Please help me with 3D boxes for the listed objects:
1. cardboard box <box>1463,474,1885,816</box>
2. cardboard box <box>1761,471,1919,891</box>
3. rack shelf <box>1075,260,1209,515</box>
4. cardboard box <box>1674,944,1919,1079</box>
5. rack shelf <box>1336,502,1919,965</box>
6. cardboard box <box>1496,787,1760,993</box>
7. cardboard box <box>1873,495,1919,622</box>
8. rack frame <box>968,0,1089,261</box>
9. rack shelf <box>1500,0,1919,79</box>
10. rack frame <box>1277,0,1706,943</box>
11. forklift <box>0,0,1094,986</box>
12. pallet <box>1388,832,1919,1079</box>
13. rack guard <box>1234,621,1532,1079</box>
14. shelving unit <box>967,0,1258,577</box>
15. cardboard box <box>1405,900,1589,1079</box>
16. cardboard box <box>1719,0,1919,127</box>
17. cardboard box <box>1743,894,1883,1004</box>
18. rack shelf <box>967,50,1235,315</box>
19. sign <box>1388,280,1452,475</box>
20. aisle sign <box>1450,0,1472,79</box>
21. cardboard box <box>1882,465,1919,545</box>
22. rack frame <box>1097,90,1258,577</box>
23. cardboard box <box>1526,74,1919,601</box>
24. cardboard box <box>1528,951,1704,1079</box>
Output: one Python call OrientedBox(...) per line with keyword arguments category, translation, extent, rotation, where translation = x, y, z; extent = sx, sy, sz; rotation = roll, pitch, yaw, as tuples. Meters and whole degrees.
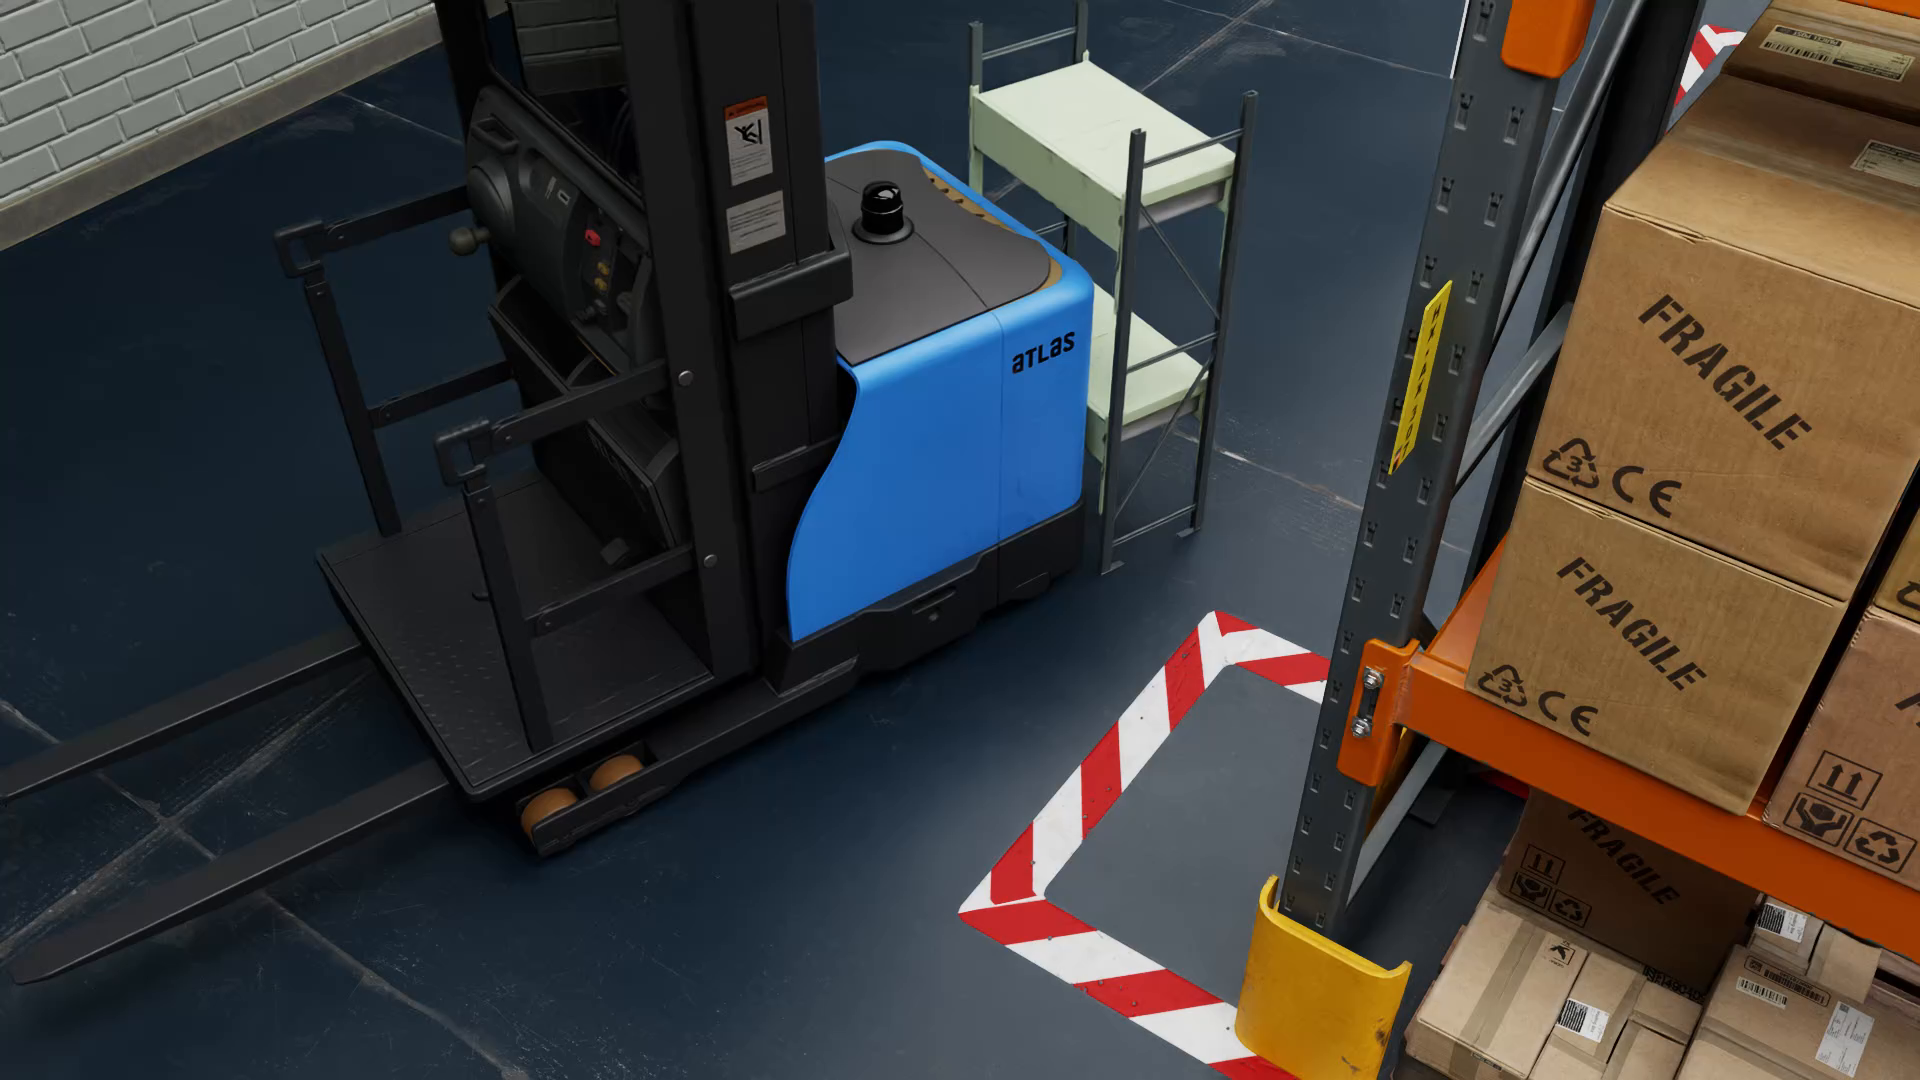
OrientedBox(category="cardboard box", translation=(1.252, 0.050, 2.870), extent=(0.500, 0.500, 0.500), rotation=(26, 48, 26))
OrientedBox(category="cardboard box", translation=(1.678, 0.244, 2.653), extent=(0.500, 0.500, 0.500), rotation=(25, 47, 25))
OrientedBox(category="rack shelf", translation=(0.396, -0.487, 5.158), extent=(0.431, 0.370, 0.720), rotation=(-24, 47, -24))
OrientedBox(category="cardboard box", translation=(1.732, 1.188, 3.405), extent=(0.500, 0.250, 0.500), rotation=(25, 48, 25))
OrientedBox(category="rack shelf", translation=(2.678, 0.807, 2.638), extent=(4.000, 0.370, 1.077), rotation=(25, 48, 25))
OrientedBox(category="cardboard box", translation=(1.627, 0.614, 3.859), extent=(0.500, 0.500, 0.500), rotation=(25, 48, 25))
OrientedBox(category="cardboard box", translation=(1.685, -0.127, 2.318), extent=(0.500, 0.500, 0.500), rotation=(26, 48, 26))
OrientedBox(category="rack frame", translation=(0.195, -0.934, 5.169), extent=(0.400, 1.500, 0.023), rotation=(-24, 47, -24))
OrientedBox(category="rack shelf", translation=(2.678, -0.311, 1.638), extent=(4.000, 0.370, 1.077), rotation=(25, 48, 25))
OrientedBox(category="rack frame", translation=(1.040, -0.227, 3.254), extent=(0.127, 3.000, 1.000), rotation=(25, 48, 25))
OrientedBox(category="forklift", translation=(-1.116, -0.683, 3.816), extent=(3.031, 2.935, 1.130), rotation=(-26, 48, -26))
OrientedBox(category="pallet", translation=(1.756, 1.146, 3.811), extent=(1.213, 0.211, 1.003), rotation=(25, 48, 25))
OrientedBox(category="rack guard", translation=(1.103, 0.734, 4.055), extent=(0.348, 0.500, 1.175), rotation=(25, 48, 25))
OrientedBox(category="shelving unit", translation=(0.396, -0.730, 4.941), extent=(0.431, 1.500, 0.755), rotation=(-24, 47, -24))
OrientedBox(category="cardboard box", translation=(1.186, 1.019, 3.669), extent=(0.250, 0.149, 0.380), rotation=(25, 48, 25))
OrientedBox(category="cardboard box", translation=(1.563, -0.617, 2.865), extent=(0.500, 0.500, 0.500), rotation=(25, 47, 25))
OrientedBox(category="cardboard box", translation=(1.907, 0.943, 3.742), extent=(0.250, 0.166, 0.380), rotation=(25, 48, 25))
OrientedBox(category="rack shelf", translation=(0.396, -1.021, 4.681), extent=(0.431, 0.370, 0.720), rotation=(-24, 47, -24))
OrientedBox(category="sign", translation=(0.729, -0.253, 2.634), extent=(0.005, 0.325, 0.100), rotation=(25, 48, 25))
OrientedBox(category="aisle sign", translation=(0.816, -1.062, 2.237), extent=(0.004, 0.787, 0.394), rotation=(25, 48, 25))
OrientedBox(category="cardboard box", translation=(1.990, -0.045, 2.975), extent=(0.500, 0.500, 0.500), rotation=(25, 48, 26))
OrientedBox(category="rack frame", translation=(0.597, -0.526, 4.713), extent=(0.400, 1.500, 0.023), rotation=(-24, 47, -24))
OrientedBox(category="cardboard box", translation=(1.252, -0.323, 2.537), extent=(0.500, 0.500, 0.500), rotation=(27, 48, 27))
OrientedBox(category="cardboard box", translation=(1.391, 1.109, 3.556), extent=(0.250, 0.166, 0.380), rotation=(25, 48, 25))
